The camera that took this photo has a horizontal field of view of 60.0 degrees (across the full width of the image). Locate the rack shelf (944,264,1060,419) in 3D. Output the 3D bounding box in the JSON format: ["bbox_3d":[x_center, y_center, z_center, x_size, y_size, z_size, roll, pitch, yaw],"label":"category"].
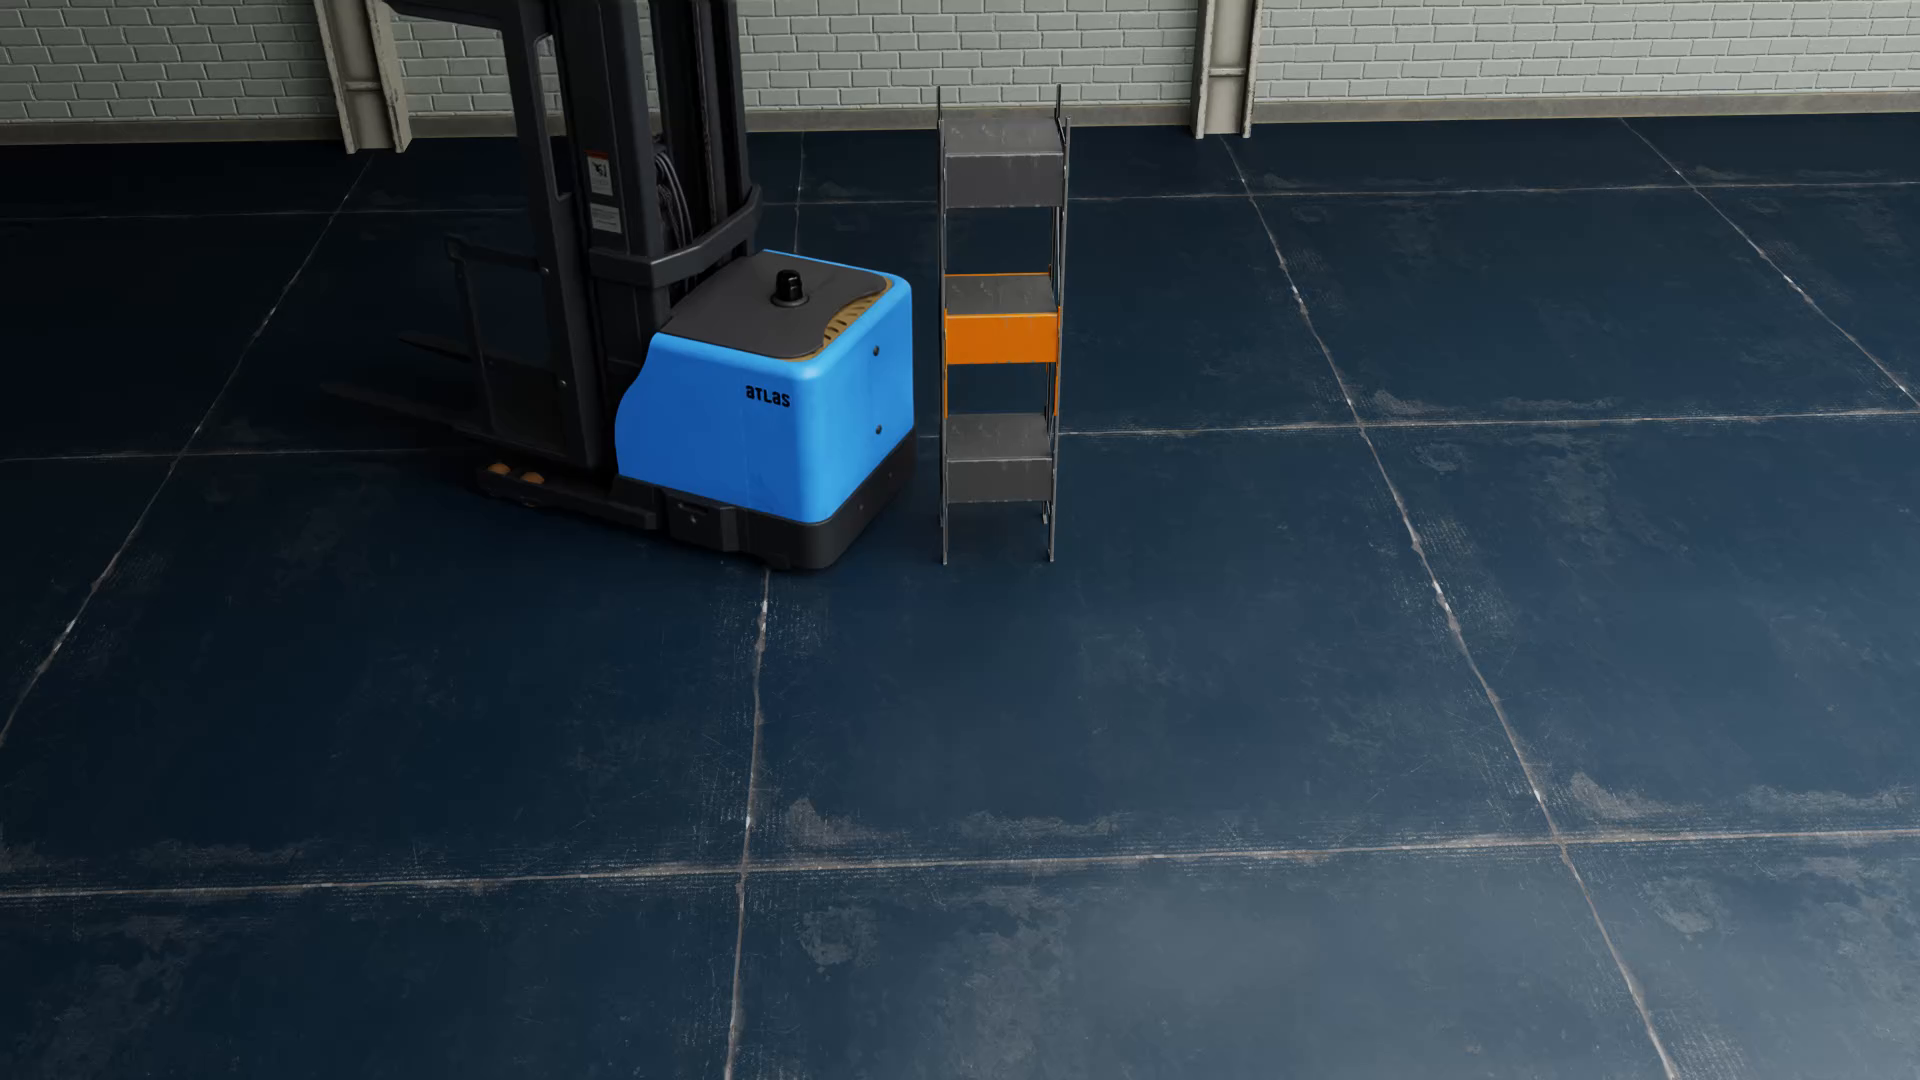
[{"bbox_3d":[0.165,-0.857,7.167,0.480,0.518,0.431,-2,35,-2],"label":"rack shelf"}]

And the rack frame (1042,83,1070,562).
[{"bbox_3d":[0.409,-0.874,7.168,0.015,2.100,0.400,-2,35,-2],"label":"rack frame"}]

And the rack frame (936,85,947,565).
[{"bbox_3d":[-0.078,-0.861,7.149,0.015,2.100,0.400,-2,35,-2],"label":"rack frame"}]

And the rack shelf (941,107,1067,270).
[{"bbox_3d":[0.165,-1.432,6.768,0.480,0.518,0.431,-2,35,-2],"label":"rack shelf"}]

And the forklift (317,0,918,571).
[{"bbox_3d":[-1.770,-1.621,7.516,3.031,2.935,1.130,14,37,20],"label":"forklift"}]

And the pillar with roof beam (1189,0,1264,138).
[{"bbox_3d":[2.079,-4.221,5.941,0.400,9.000,9.100,-2,35,-2],"label":"pillar with roof beam"}]

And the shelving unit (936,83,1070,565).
[{"bbox_3d":[0.165,-0.868,7.159,0.503,2.100,0.431,-2,35,-2],"label":"shelving unit"}]

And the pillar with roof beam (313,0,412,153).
[{"bbox_3d":[-3.914,-4.059,5.708,0.400,9.000,9.100,-2,35,-2],"label":"pillar with roof beam"}]

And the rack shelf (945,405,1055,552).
[{"bbox_3d":[0.165,-0.281,7.565,0.480,0.518,0.431,-2,35,-2],"label":"rack shelf"}]
